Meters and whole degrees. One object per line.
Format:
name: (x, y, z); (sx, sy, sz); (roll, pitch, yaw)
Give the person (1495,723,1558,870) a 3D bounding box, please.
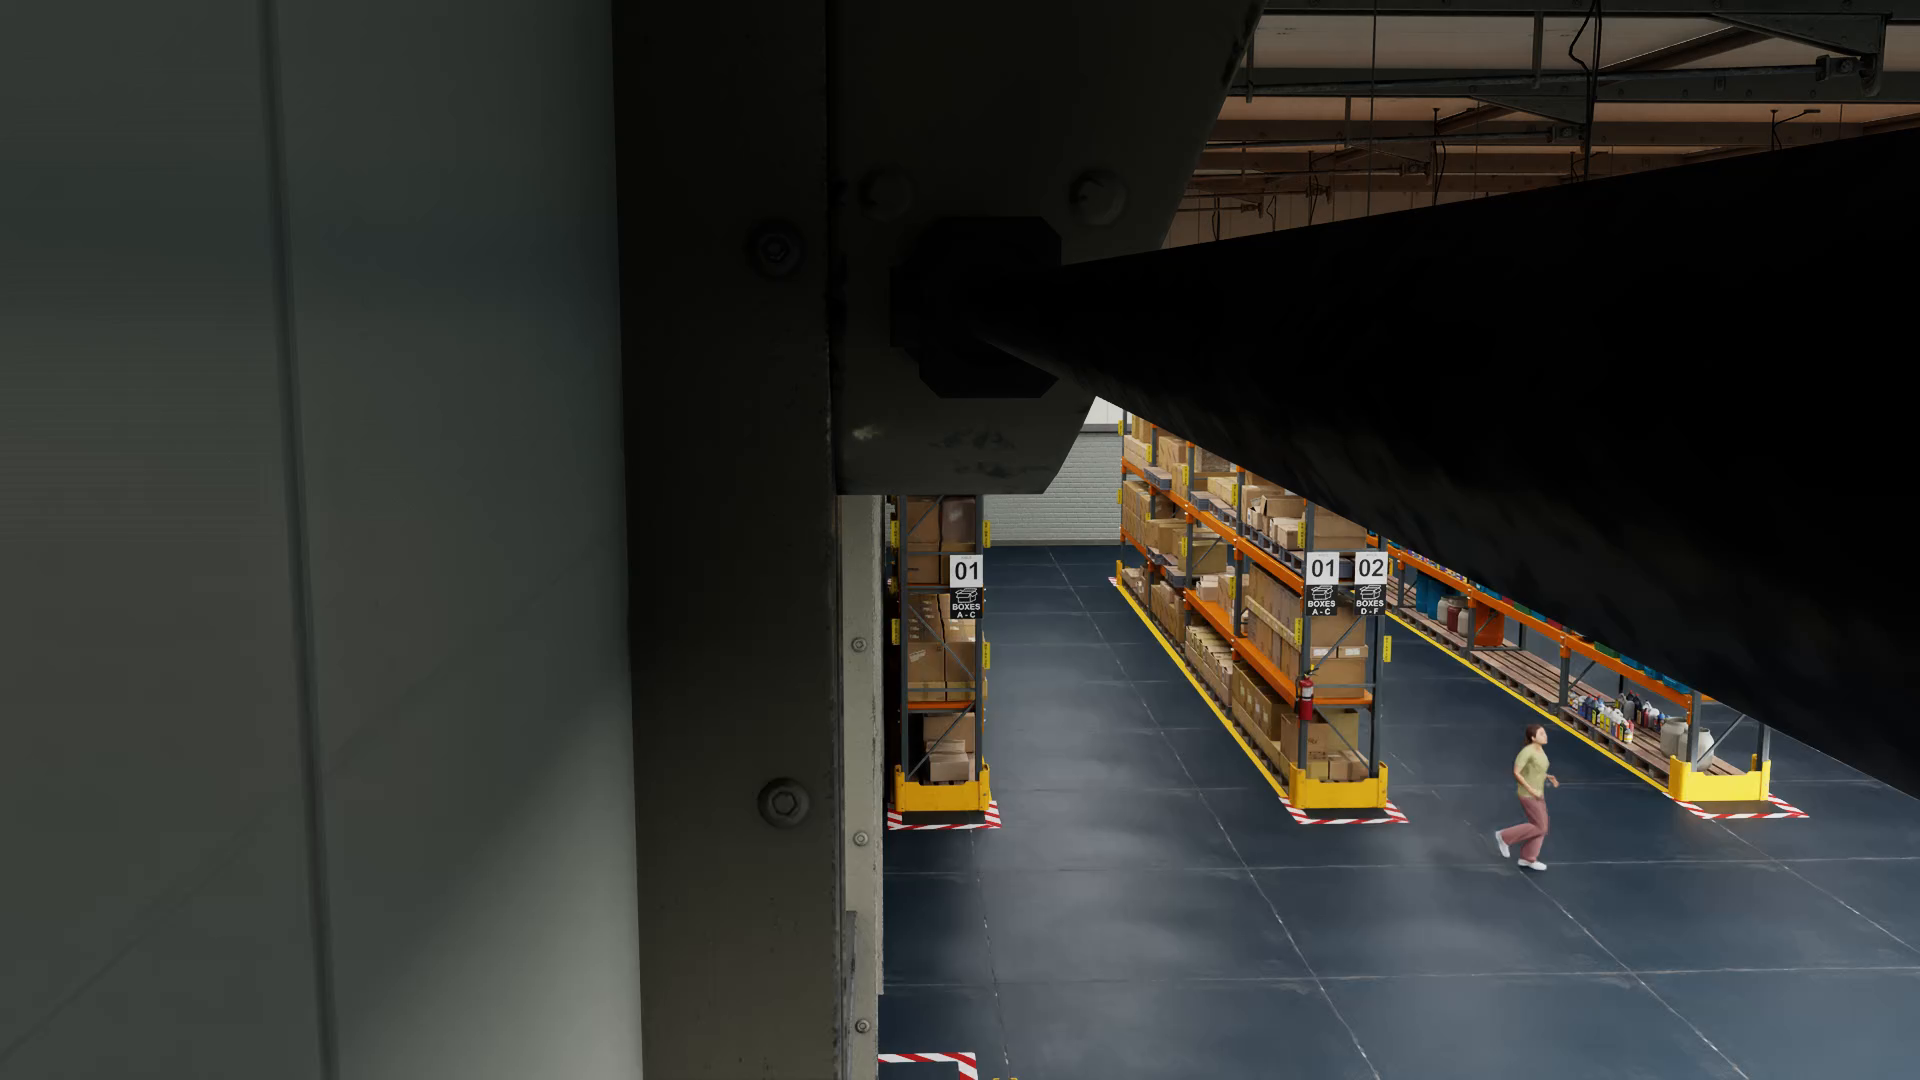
person: (6.314, 2.824, 18.479); (0.590, 1.639, 0.575); (6, 10, 34)
